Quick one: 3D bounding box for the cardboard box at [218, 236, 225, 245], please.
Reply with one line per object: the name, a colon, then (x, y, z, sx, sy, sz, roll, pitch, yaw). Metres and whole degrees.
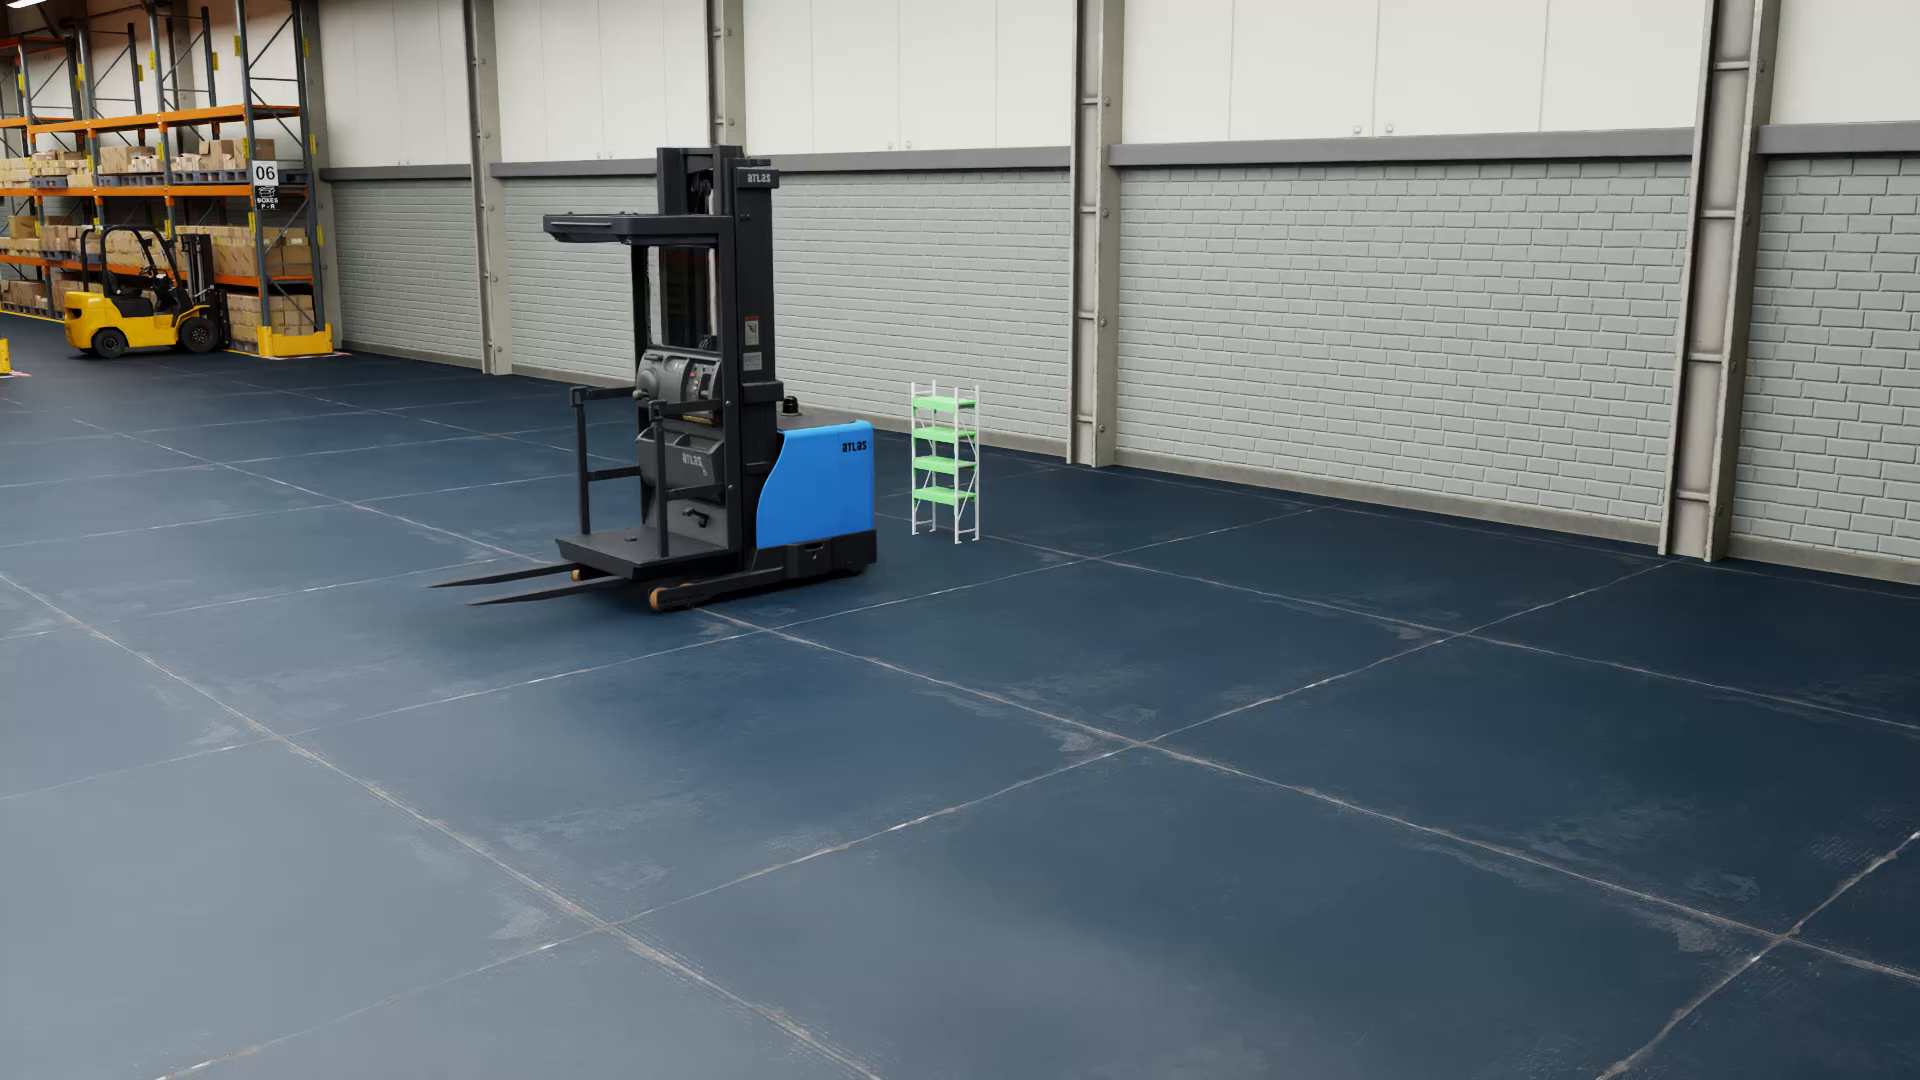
cardboard box: (-12.636, -5.196, 28.844, 0.380, 0.149, 0.250, -11, 16, -42)

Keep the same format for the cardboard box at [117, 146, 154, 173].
cardboard box: (-15.788, -7.286, 31.874, 0.500, 0.500, 0.500, -10, 16, -41)

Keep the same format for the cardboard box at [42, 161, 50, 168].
cardboard box: (-19.111, -7.921, 35.090, 0.380, 0.149, 0.250, -11, 16, -43)

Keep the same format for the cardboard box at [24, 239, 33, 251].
cardboard box: (-20.462, -6.569, 36.997, 0.500, 0.250, 0.500, -11, 16, -42)

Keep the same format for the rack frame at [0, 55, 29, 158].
rack frame: (-22.340, -9.908, 38.700, 1.000, 3.000, 0.127, -11, 16, -43)

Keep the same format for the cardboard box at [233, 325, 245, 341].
cardboard box: (-12.180, -3.592, 28.684, 0.500, 0.250, 0.500, -11, 16, -43)

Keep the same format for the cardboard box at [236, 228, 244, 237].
cardboard box: (-12.083, -5.236, 28.298, 0.380, 0.149, 0.250, -10, 16, -41)

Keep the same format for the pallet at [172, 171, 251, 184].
pallet: (-13.445, -6.523, 29.924, 1.003, 0.211, 1.213, -11, 16, -43)

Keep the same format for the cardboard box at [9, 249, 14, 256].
cardboard box: (-21.457, -6.565, 37.966, 0.250, 0.149, 0.380, 11, 16, 44)

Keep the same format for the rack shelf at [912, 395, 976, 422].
rack shelf: (-0.114, -1.019, 12.824, 0.258, 0.148, 0.480, -11, 16, -43)

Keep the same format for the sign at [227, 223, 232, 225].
sign: (-13.652, -5.758, 31.086, 0.100, 0.325, 0.005, -11, 16, -43)

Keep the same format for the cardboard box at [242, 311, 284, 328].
cardboard box: (-11.853, -3.765, 28.289, 0.500, 0.250, 0.500, -11, 16, -43)

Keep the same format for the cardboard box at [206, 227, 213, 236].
cardboard box: (-13.100, -5.465, 29.414, 0.380, 0.149, 0.250, -11, 16, -43)

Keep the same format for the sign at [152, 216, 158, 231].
sign: (-16.416, -6.447, 33.899, 0.100, 0.325, 0.005, -11, 16, -43)

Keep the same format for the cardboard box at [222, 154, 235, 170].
cardboard box: (-12.257, -6.408, 28.191, 0.396, 0.266, 0.258, -11, 16, -42)

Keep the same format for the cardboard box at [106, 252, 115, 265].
cardboard box: (-16.685, -5.629, 33.174, 0.500, 0.250, 0.500, -11, 16, -42)

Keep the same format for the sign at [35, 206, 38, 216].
sign: (-21.924, -7.766, 39.518, 0.100, 0.325, 0.005, -11, 16, -43)

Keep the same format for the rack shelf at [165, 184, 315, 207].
rack shelf: (-12.671, -6.043, 29.158, 1.077, 0.370, 4.000, -11, 16, -43)

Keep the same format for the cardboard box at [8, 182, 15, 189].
cardboard box: (-21.124, -7.963, 37.320, 0.380, 0.149, 0.250, -10, 16, -41)

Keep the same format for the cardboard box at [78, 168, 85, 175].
cardboard box: (-17.765, -7.524, 33.945, 0.380, 0.149, 0.250, -11, 16, -43)

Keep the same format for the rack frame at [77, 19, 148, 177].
rack frame: (-16.815, -8.740, 33.033, 1.000, 3.000, 0.127, -11, 16, -43)

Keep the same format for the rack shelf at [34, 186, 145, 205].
rack shelf: (-18.196, -7.210, 34.825, 1.077, 0.370, 4.000, -11, 16, -43)

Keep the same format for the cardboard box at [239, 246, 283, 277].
cardboard box: (-11.820, -4.718, 28.132, 0.500, 0.500, 0.500, -11, 16, -44)

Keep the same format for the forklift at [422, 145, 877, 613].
forklift: (-2.025, -1.086, 10.921, 3.031, 2.935, 1.130, -10, 15, -41)

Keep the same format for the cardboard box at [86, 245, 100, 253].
cardboard box: (-17.546, -5.927, 33.827, 0.380, 0.149, 0.250, -11, 16, -42)

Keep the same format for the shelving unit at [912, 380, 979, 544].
shelving unit: (-0.114, -0.612, 12.908, 0.258, 1.200, 0.503, -11, 16, -43)

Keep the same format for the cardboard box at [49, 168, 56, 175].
cardboard box: (-18.783, -7.700, 34.753, 0.380, 0.149, 0.250, -10, 16, -41)

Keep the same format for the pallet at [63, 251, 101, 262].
pallet: (-18.161, -5.991, 35.032, 1.003, 0.211, 1.213, -11, 16, -43)

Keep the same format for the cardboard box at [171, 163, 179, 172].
cardboard box: (-13.962, -6.711, 29.952, 0.380, 0.149, 0.250, -10, 16, -41)

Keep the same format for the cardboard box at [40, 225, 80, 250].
cardboard box: (-19.405, -6.538, 35.925, 0.700, 0.500, 0.500, -10, 16, -41)

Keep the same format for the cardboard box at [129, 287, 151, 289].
cardboard box: (-16.394, -4.751, 33.384, 0.875, 0.625, 0.625, -10, 15, -41)

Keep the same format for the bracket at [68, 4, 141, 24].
bracket: (-17.585, -10.825, 34.235, 0.076, 0.066, 4.783, -11, 16, -43)

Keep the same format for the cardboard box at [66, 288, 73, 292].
cardboard box: (-18.690, -5.115, 35.460, 0.500, 0.500, 0.500, 11, 16, 43)

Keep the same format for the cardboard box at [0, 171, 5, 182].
cardboard box: (-21.521, -8.260, 37.771, 0.500, 0.250, 0.500, 11, 16, 43)

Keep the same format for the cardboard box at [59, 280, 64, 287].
cardboard box: (-19.275, -5.566, 36.038, 0.250, 0.149, 0.380, 11, 16, 44)

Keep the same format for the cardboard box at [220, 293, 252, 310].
cardboard box: (-12.546, -4.153, 28.929, 0.500, 0.250, 0.500, -11, 16, -42)

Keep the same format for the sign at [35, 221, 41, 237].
sign: (-19.964, -6.733, 36.012, 0.100, 0.325, 0.005, -11, 16, -43)

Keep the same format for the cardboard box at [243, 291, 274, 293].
cardboard box: (-12.519, -4.302, 29.654, 0.500, 0.250, 0.500, -11, 16, -44)

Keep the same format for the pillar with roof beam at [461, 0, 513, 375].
pillar with roof beam: (-10.089, -6.324, 21.307, 9.100, 9.000, 0.400, -11, 16, -43)

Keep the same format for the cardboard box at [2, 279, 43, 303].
cardboard box: (-21.986, -5.850, 39.017, 0.637, 0.503, 0.797, 11, 16, 43)

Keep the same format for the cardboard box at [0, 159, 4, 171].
cardboard box: (-21.520, -8.507, 37.733, 0.500, 0.250, 0.500, -11, 16, -43)

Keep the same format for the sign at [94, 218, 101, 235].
sign: (-17.201, -6.253, 33.156, 0.100, 0.325, 0.005, -11, 16, -43)

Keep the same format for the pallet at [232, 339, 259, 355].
pallet: (-11.849, -3.374, 28.766, 1.003, 0.211, 1.213, -11, 16, -43)

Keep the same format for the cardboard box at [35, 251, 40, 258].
cardboard box: (-20.176, -6.309, 36.722, 0.380, 0.149, 0.250, -10, 16, -41)

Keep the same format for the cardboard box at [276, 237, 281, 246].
cardboard box: (-11.553, -5.114, 28.443, 0.380, 0.149, 0.250, -11, 16, -43)

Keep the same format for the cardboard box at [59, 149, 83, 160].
cardboard box: (-19.110, -8.266, 35.735, 0.396, 0.266, 0.258, -11, 16, -43)

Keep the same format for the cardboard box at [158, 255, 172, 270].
cardboard box: (-14.590, -5.182, 31.000, 0.500, 0.250, 0.500, -10, 16, -41)

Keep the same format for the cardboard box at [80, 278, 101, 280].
cardboard box: (-19.115, -5.671, 36.550, 0.250, 0.149, 0.380, 11, 16, 43)

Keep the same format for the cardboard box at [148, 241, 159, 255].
cardboard box: (-14.937, -5.499, 31.304, 0.500, 0.250, 0.500, 11, 16, 44)

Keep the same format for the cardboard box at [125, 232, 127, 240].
cardboard box: (-16.042, -5.939, 32.450, 0.380, 0.149, 0.250, -11, 16, -42)

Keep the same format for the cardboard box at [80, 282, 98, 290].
cardboard box: (-18.235, -5.335, 34.919, 0.250, 0.149, 0.380, 11, 16, 42)
